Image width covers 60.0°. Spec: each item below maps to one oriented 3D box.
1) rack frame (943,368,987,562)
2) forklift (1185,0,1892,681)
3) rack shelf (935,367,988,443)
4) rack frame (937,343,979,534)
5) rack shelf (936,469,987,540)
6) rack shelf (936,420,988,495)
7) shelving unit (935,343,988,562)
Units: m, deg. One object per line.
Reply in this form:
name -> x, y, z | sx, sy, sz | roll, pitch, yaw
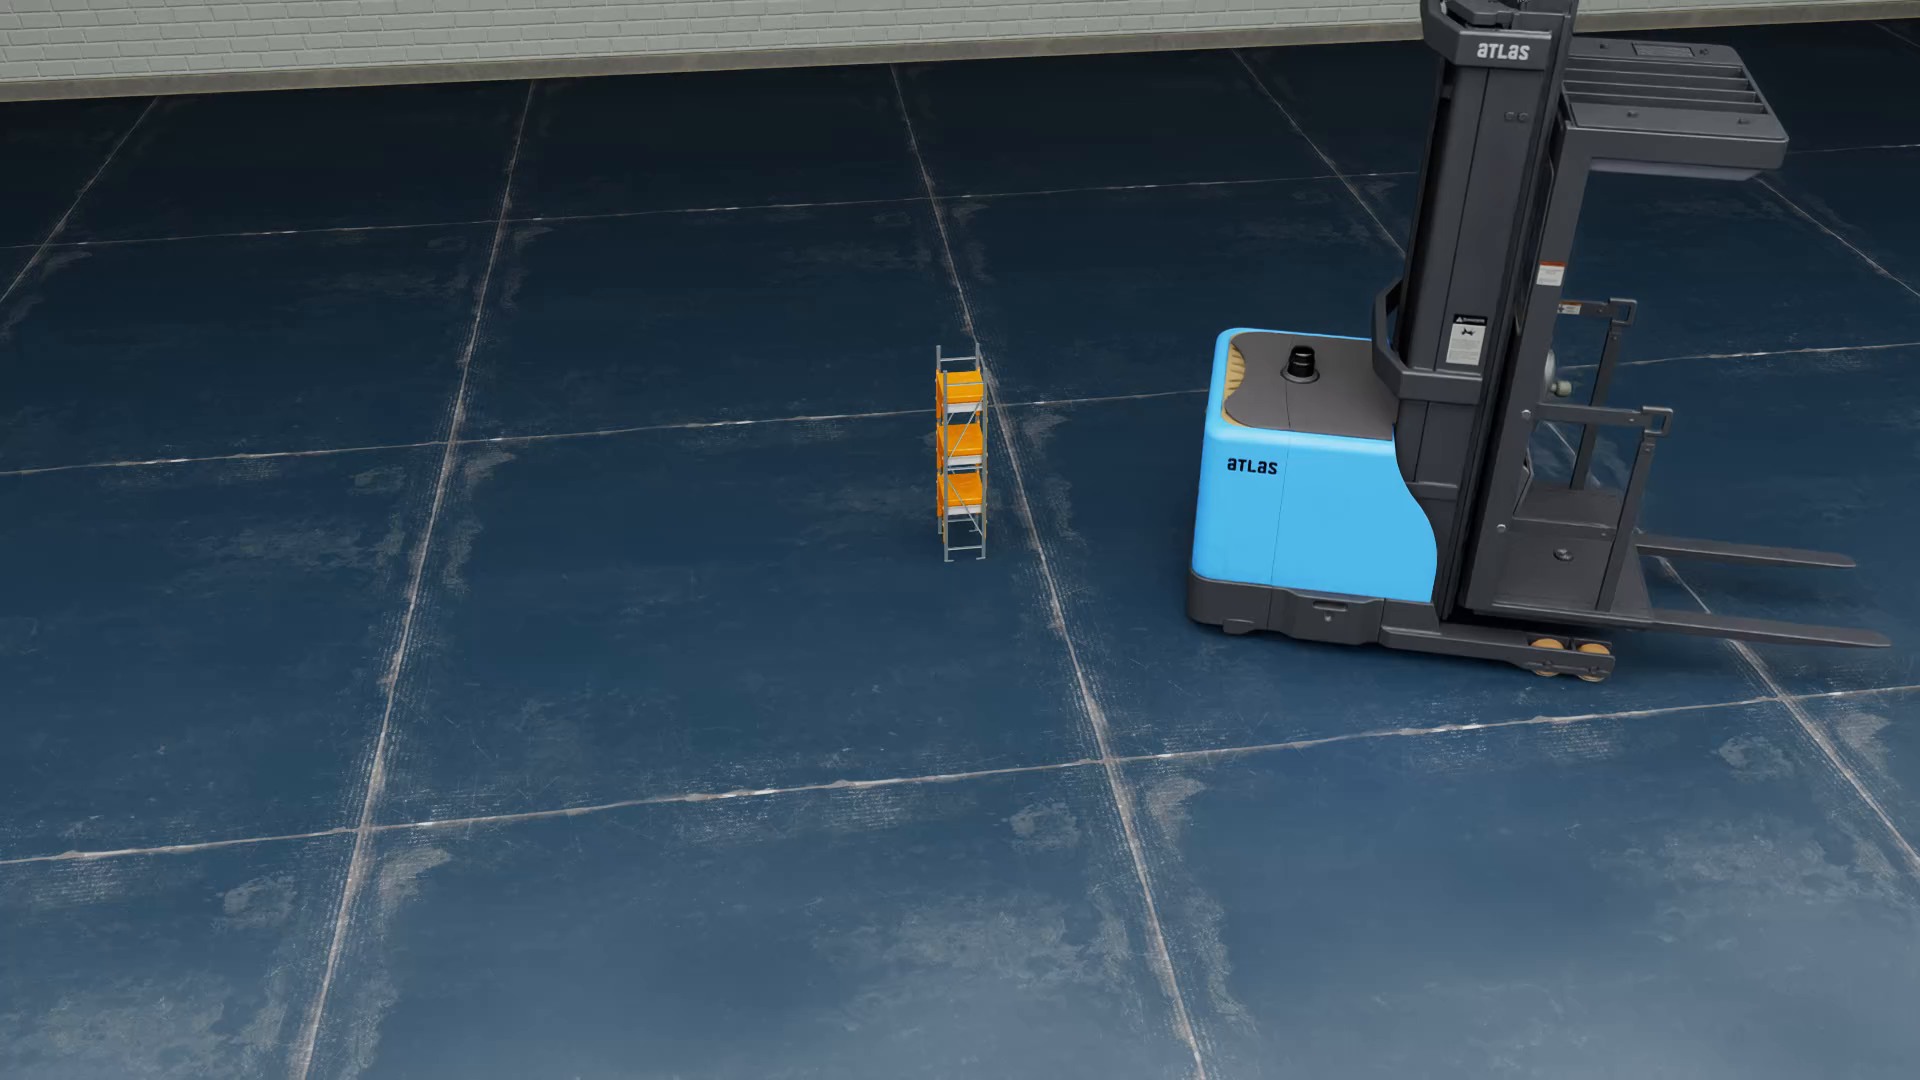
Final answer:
rack frame -> 0.024, -0.336, 7.811 | 0.200, 1.050, 0.008 | -4, 35, -6
forklift -> 2.603, -0.914, 6.989 | 3.031, 2.935, 1.130 | 6, 35, 9
rack shelf -> 0.007, -0.630, 7.757 | 0.215, 0.259, 0.240 | -4, 35, -6
rack frame -> -0.009, -0.472, 8.010 | 0.200, 1.050, 0.008 | -4, 35, -6
rack shelf -> 0.007, -0.166, 8.073 | 0.215, 0.259, 0.240 | -4, 35, -6
rack shelf -> 0.007, -0.395, 7.916 | 0.215, 0.259, 0.240 | -4, 35, -6
shelving unit -> 0.007, -0.404, 7.911 | 0.215, 1.050, 0.252 | -4, 35, -6
